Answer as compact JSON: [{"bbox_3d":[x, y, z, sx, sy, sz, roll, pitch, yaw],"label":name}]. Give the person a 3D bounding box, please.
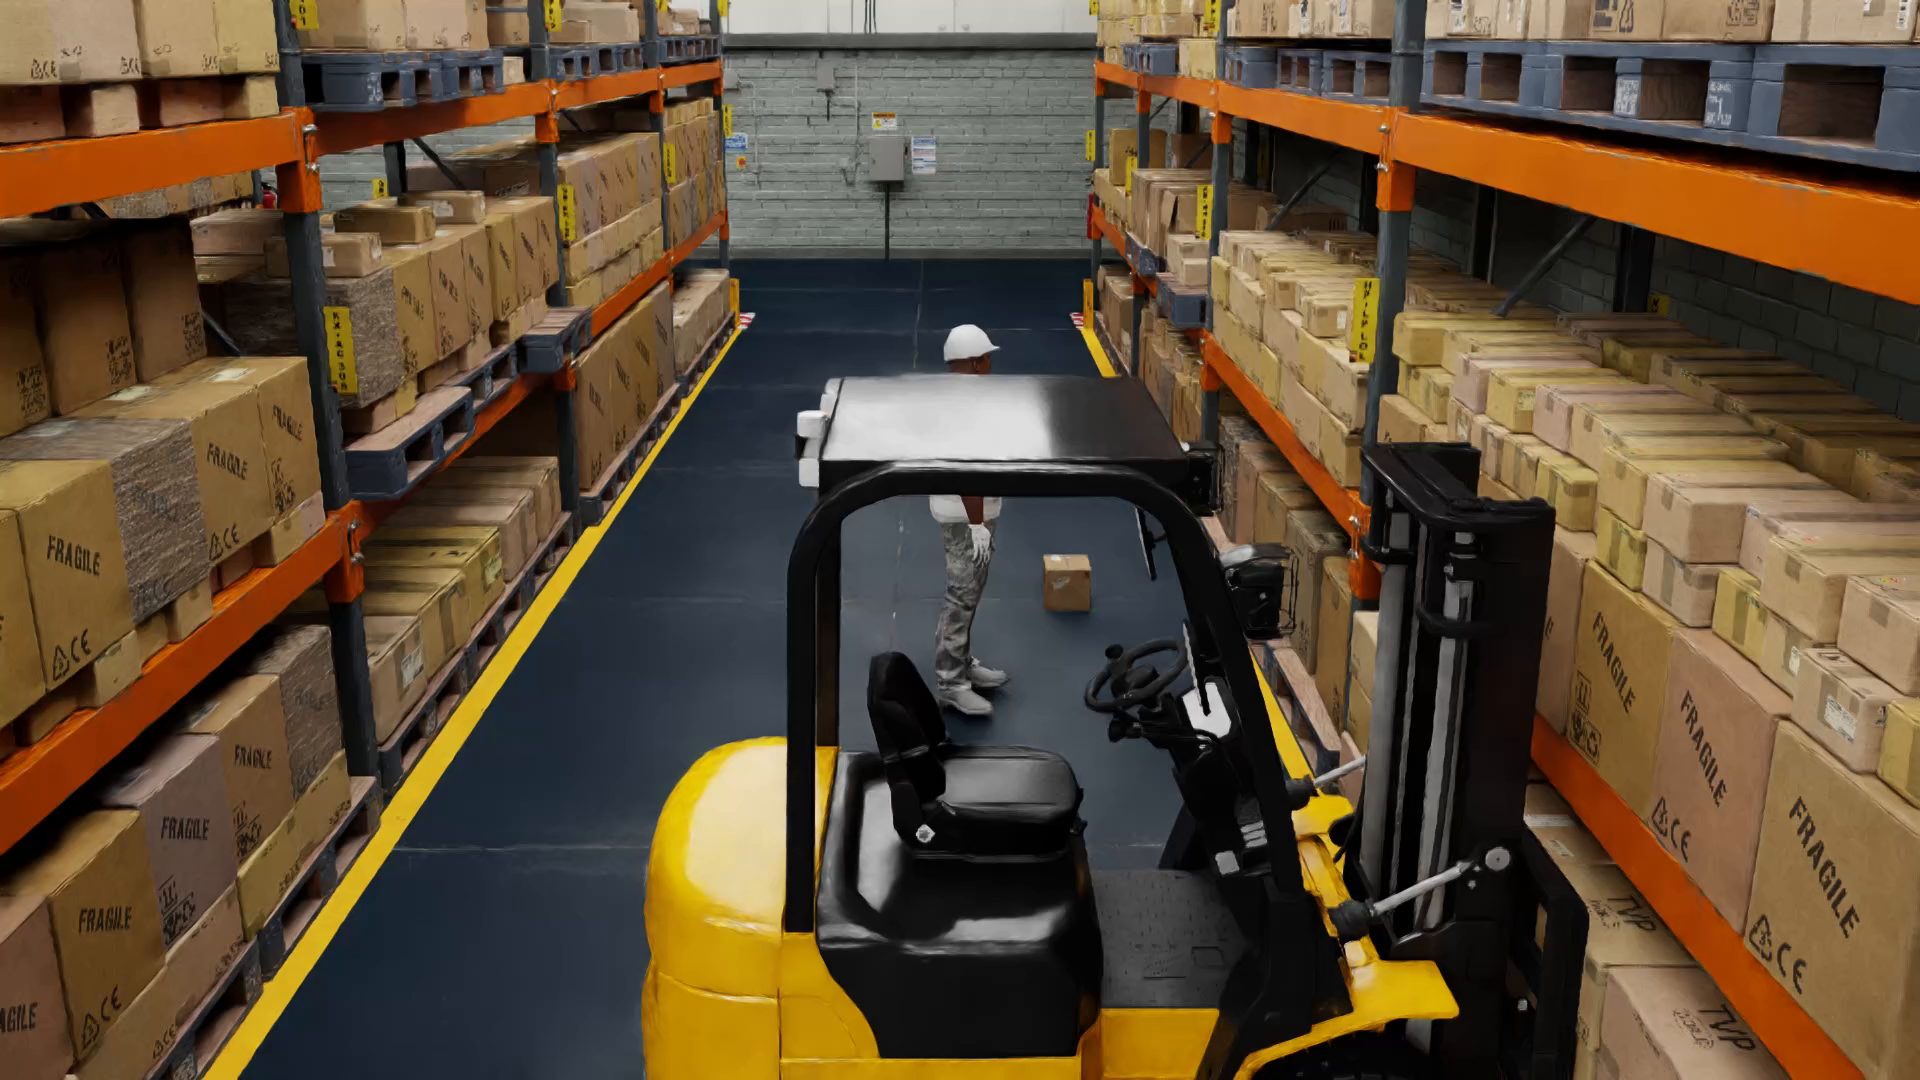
[{"bbox_3d":[0.052,-0.118,7.794,0.391,1.791,0.632,-2,17,-5],"label":"person"}]
